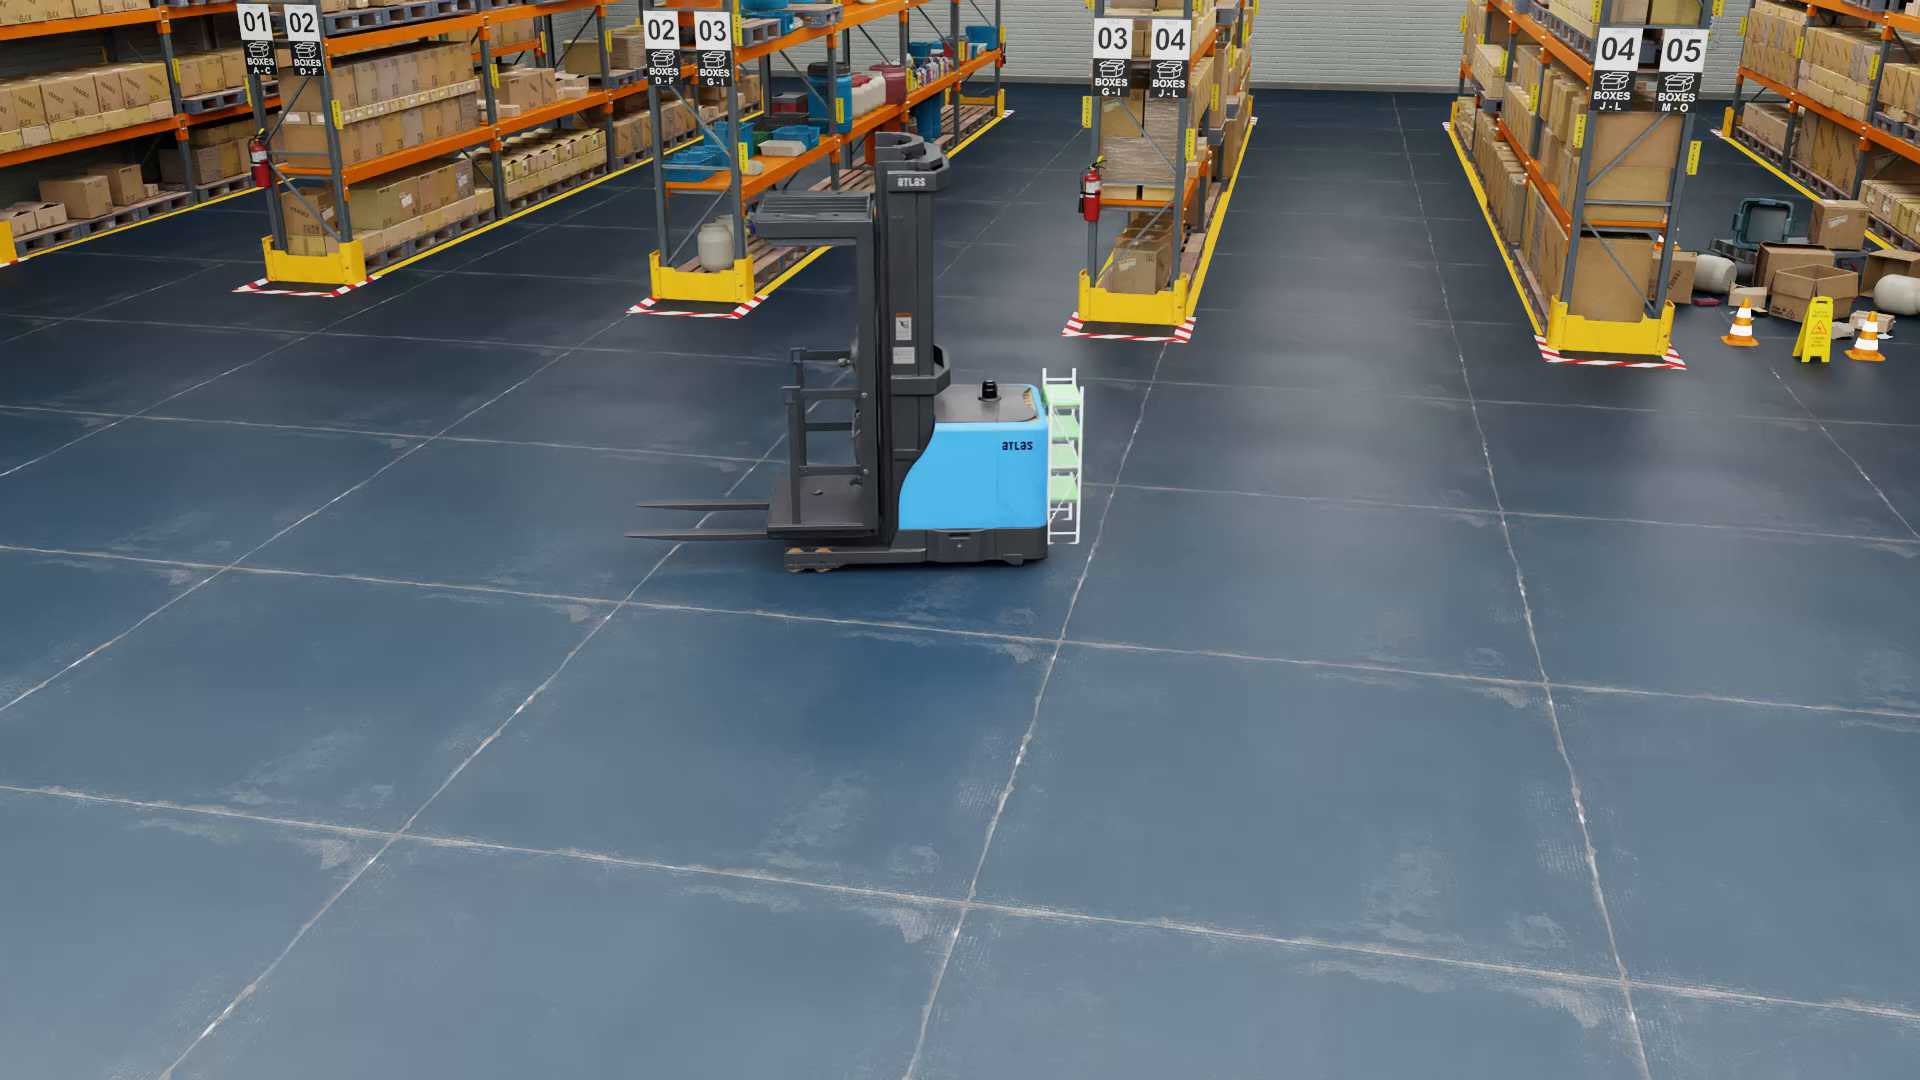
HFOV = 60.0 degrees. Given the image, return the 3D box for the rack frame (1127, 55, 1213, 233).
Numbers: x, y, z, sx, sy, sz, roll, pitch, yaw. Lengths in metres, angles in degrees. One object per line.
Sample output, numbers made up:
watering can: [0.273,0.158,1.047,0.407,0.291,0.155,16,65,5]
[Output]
rack frame: [2.707,-5.274,21.433,1.000,3.000,0.127,4,22,11]

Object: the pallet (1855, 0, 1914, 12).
pallet: [13.304,-7.524,23.259,1.213,0.211,1.003,6,23,13]

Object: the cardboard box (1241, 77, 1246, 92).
cardboard box: [4.736,-7.973,30.417,0.875,0.875,0.875,4,22,11]

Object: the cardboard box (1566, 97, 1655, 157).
cardboard box: [6.861,-4.307,17.387,0.875,0.550,0.550,4,22,11]

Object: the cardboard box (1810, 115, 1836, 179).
cardboard box: [13.816,-6.089,25.740,0.875,0.875,0.875,5,22,12]

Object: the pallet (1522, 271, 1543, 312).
pallet: [7.063,-2.845,19.136,1.003,0.211,1.213,4,22,11]

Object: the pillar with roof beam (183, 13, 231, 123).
pillar with roof beam: [-7.922,-9.914,24.925,9.100,9.000,0.400,4,22,11]

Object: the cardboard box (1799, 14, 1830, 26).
cardboard box: [13.792,-8.392,26.835,0.380,0.149,0.250,4,22,10]

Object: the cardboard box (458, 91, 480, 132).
cardboard box: [-7.075,-5.914,22.888,0.700,0.500,0.500,4,22,10]

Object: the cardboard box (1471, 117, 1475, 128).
cardboard box: [9.005,-7.179,28.622,0.380,0.149,0.250,5,22,12]

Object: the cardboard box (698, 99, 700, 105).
cardboard box: [-5.366,-8.417,32.248,0.500,0.311,0.500,4,22,11]

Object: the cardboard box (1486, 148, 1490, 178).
cardboard box: [8.236,-5.617,25.070,0.500,0.500,0.500,4,22,11]

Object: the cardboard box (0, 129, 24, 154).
cardboard box: [-12.246,-5.037,21.020,0.500,0.250,0.500,4,22,9]

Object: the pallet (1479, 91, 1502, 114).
pallet: [8.399,-6.501,24.738,1.213,0.211,1.003,4,22,11]

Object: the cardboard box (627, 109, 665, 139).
cardboard box: [-5.491,-7.248,29.093,0.500,0.500,0.500,4,22,9]

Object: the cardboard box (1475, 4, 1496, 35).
cardboard box: [9.224,-9.001,28.816,0.500,0.500,0.500,5,22,12]

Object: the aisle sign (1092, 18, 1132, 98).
aisle sign: [1.584,-5.017,17.315,0.394,0.787,0.004,4,22,11]

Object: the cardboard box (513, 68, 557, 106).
cardboard box: [-6.501,-6.924,25.398,0.500,0.500,0.500,3,22,8]

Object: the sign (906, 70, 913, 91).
sign: [-0.786,-7.150,25.874,0.100,0.325,0.005,4,22,11]

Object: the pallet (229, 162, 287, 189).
pallet: [-11.436,-5.845,26.585,1.003,0.211,1.213,4,22,11]

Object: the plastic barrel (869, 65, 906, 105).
plastic barrel: [-1.124,-6.984,25.498,0.600,0.536,0.708,4,22,11]

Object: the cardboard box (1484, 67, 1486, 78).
cardboard box: [8.222,-7.130,25.417,0.380,0.149,0.250,4,22,11]

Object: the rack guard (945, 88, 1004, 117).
rack guard: [0.299,-8.890,33.758,1.175,0.500,0.348,4,22,11]

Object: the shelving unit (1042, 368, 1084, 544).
shelving unit: [0.747,-0.621,12.290,0.258,1.200,0.503,-1,22,-3]

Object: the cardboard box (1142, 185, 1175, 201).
cardboard box: [2.182,-3.780,18.061,0.380,0.149,0.250,4,22,11]

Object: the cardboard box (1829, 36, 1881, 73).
cardboard box: [13.389,-7.254,24.878,0.500,0.500,0.500,4,22,10]

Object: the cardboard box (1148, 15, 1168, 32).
cardboard box: [2.173,-5.401,17.400,0.380,0.149,0.250,4,22,11]

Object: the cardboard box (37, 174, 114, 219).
cardboard box: [-12.112,-4.707,22.783,0.700,0.500,0.500,3,22,8]

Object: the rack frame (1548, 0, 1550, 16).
rack frame: [7.542,-7.641,19.281,1.000,3.000,0.127,4,22,11]

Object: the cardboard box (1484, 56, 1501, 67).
cardboard box: [8.275,-7.363,25.597,0.380,0.149,0.250,6,23,14]

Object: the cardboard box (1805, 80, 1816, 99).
cardboard box: [13.588,-7.044,26.030,0.500,0.250,0.500,4,22,10]

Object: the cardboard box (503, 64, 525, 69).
cardboard box: [-9.285,-9.807,34.604,0.380,0.149,0.250,4,22,10]

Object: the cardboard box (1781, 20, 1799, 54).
cardboard box: [13.978,-8.333,27.556,0.500,0.500,0.500,4,22,10]

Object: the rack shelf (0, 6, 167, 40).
rack shelf: [-12.249,-6.733,22.003,1.077,0.370,4.000,4,22,11]

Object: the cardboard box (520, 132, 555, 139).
cardboard box: [-6.667,-6.311,26.375,0.500,0.311,0.500,4,22,10]

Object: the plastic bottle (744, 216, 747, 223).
plastic bottle: [-2.838,-4.138,21.571,0.144,0.351,0.185,4,22,10]

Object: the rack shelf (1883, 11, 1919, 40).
rack shelf: [12.816,-6.307,20.947,1.077,0.370,4.000,4,22,11]

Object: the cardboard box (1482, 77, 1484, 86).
cardboard box: [8.276,-7.084,25.702,0.380,0.149,0.250,5,23,13]

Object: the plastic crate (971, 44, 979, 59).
plastic crate: [0.139,-9.219,31.374,0.416,0.233,0.300,4,22,11]

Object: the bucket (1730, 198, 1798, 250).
bucket: [9.771,-3.820,20.170,0.726,0.611,0.620,13,15,29]

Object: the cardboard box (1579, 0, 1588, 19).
cardboard box: [6.655,-5.480,17.036,0.500,0.250,0.500,5,22,11]

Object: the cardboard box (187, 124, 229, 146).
cardboard box: [-11.620,-6.231,25.562,0.500,0.250,0.500,4,22,10]

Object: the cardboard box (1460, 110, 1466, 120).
cardboard box: [9.399,-7.808,30.581,0.380,0.149,0.250,5,23,13]

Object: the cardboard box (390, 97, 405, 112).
cardboard box: [-7.255,-5.513,21.024,0.380,0.149,0.250,4,22,10]

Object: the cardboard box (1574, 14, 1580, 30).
cardboard box: [6.669,-5.431,17.450,0.380,0.149,0.250,4,22,10]

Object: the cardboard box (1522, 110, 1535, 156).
cardboard box: [7.387,-5.116,20.908,0.500,0.500,0.500,4,22,11]

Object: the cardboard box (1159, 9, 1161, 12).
cardboard box: [2.267,-6.392,19.861,0.380,0.149,0.250,5,23,13]

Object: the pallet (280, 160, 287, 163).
pallet: [-11.185,-6.290,27.689,1.003,0.211,1.213,4,22,11]

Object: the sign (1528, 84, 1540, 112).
sign: [7.009,-5.397,20.294,0.100,0.325,0.005,4,22,11]

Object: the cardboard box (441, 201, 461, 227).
cardboard box: [-7.070,-4.397,22.375,0.500,0.250,0.500,4,22,11]

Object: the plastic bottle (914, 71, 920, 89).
plastic bottle: [-0.702,-7.531,27.209,0.097,0.271,0.097,0,22,0]

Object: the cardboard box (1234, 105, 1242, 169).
cardboard box: [3.874,-6.522,26.814,1.225,0.875,0.875,5,22,11]

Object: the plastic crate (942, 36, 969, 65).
plastic crate: [-0.082,-8.942,30.375,0.402,0.464,0.583,4,22,11]

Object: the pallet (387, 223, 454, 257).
pallet: [-7.440,-4.002,22.007,1.003,0.211,1.213,4,22,11]

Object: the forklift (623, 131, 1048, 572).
forklift: [-0.903,-1.331,11.736,3.031,2.935,1.130,-1,22,-2]

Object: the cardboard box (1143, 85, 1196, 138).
cardboard box: [2.270,-4.639,17.987,0.500,0.500,0.500,4,22,11]

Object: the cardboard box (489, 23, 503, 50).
cardboard box: [-9.788,-10.202,33.268,0.980,0.700,0.700,3,22,8]
